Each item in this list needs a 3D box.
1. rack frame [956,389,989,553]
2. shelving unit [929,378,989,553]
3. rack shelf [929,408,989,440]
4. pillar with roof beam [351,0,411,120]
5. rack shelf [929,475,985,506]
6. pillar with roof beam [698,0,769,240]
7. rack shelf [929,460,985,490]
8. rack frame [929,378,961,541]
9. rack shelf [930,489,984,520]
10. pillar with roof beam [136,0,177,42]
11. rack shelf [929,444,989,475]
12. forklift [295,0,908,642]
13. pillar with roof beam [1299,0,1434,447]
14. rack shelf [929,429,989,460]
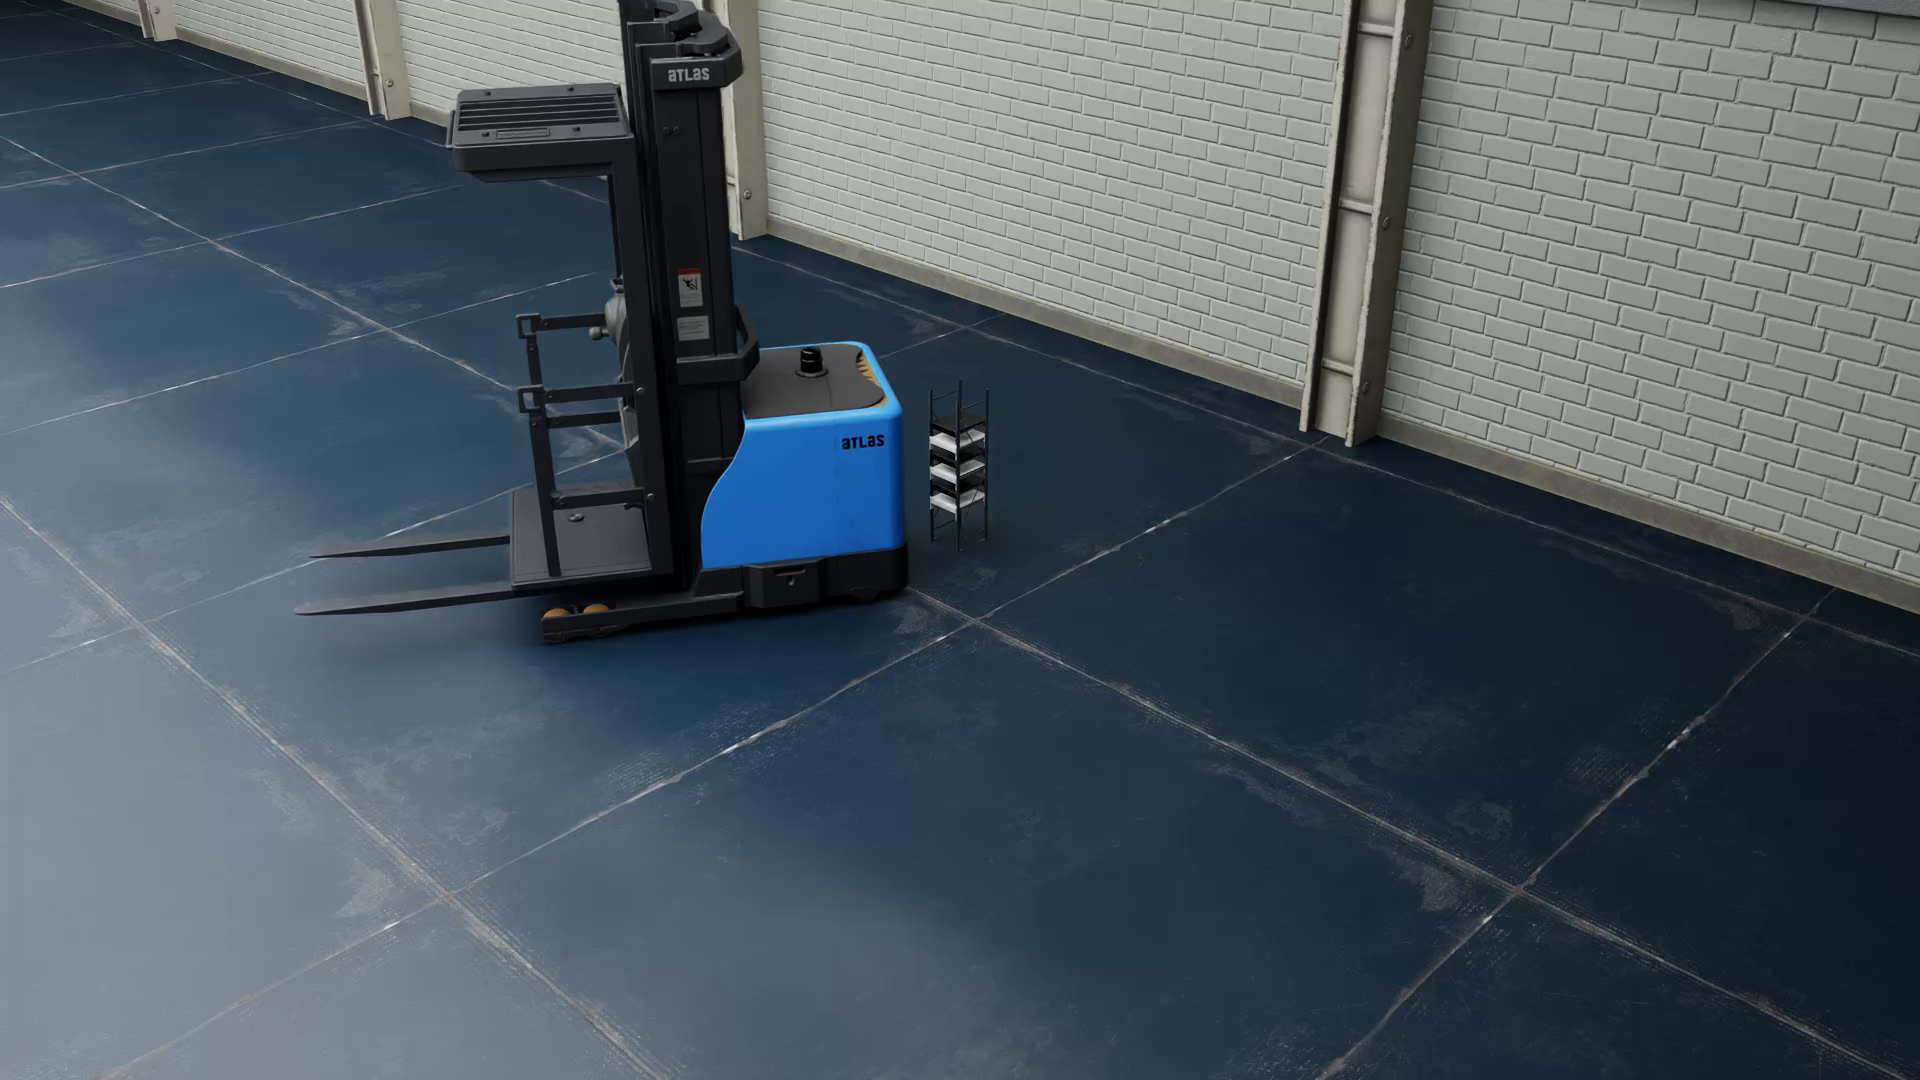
[{"bbox_3d":[0.067,-0.368,8.983,0.006,0.900,0.240,25,36,38],"label":"rack frame"},{"bbox_3d":[-0.006,-0.401,9.046,0.210,0.900,0.258,25,36,38],"label":"shelving unit"},{"bbox_3d":[-0.006,-0.610,8.935,0.200,0.077,0.258,25,36,38],"label":"rack shelf"},{"bbox_3d":[-9.170,-7.160,13.198,0.400,9.000,9.100,25,36,38],"label":"pillar with roof beam"},{"bbox_3d":[-0.006,-0.292,9.103,0.200,0.077,0.258,25,36,38],"label":"rack shelf"},{"bbox_3d":[-4.891,-5.203,9.475,0.400,9.000,9.100,25,36,38],"label":"pillar with roof beam"},{"bbox_3d":[-0.006,-0.371,9.061,0.200,0.077,0.258,25,36,38],"label":"rack shelf"},{"bbox_3d":[-0.078,-0.434,9.109,0.006,0.900,0.240,25,36,38],"label":"rack frame"},{"bbox_3d":[-0.006,-0.212,9.145,0.200,0.077,0.258,25,36,38],"label":"rack shelf"},{"bbox_3d":[-13.448,-9.118,16.922,0.400,9.000,9.100,25,36,38],"label":"pillar with roof beam"},{"bbox_3d":[-0.006,-0.451,9.019,0.200,0.077,0.258,25,36,38],"label":"rack shelf"},{"bbox_3d":[-1.844,-1.058,8.113,3.031,2.935,1.130,-6,28,-12],"label":"forklift"},{"bbox_3d":[-0.613,-3.245,5.752,0.400,9.000,9.100,25,36,38],"label":"pillar with roof beam"},{"bbox_3d":[-0.006,-0.531,8.977,0.200,0.077,0.258,25,36,38],"label":"rack shelf"}]
